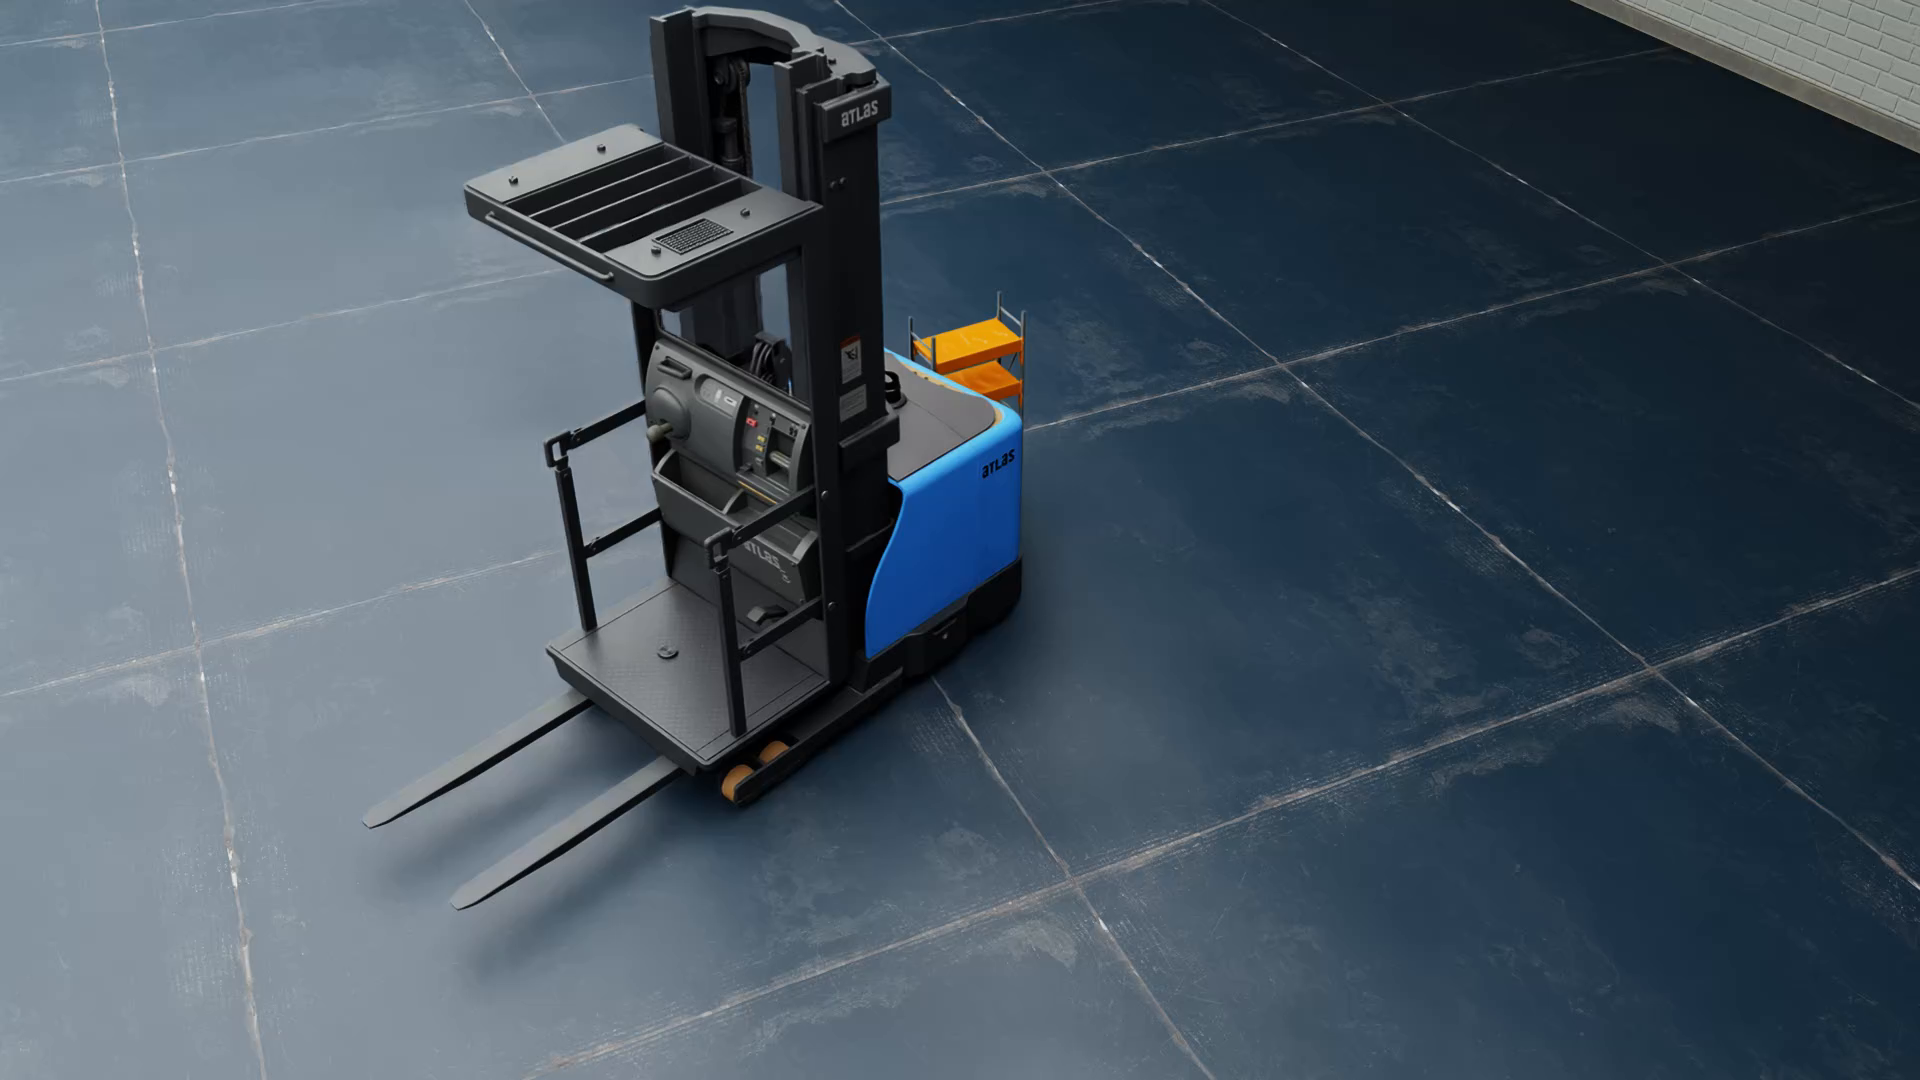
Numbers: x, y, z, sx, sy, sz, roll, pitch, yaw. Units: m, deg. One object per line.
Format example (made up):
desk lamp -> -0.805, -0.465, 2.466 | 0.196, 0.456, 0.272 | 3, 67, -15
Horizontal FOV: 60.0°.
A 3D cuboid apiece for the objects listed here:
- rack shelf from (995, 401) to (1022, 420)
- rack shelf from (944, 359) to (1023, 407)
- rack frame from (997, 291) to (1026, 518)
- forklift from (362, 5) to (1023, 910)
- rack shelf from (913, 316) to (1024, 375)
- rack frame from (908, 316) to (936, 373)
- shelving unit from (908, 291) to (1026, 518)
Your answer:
rack shelf -> 0.035, -0.526, 8.208 | 0.480, 0.148, 0.258 | -19, 41, -24
rack shelf -> 0.035, -0.706, 8.075 | 0.480, 0.148, 0.258 | -19, 41, -24
rack frame -> 0.246, -0.653, 8.266 | 0.015, 1.200, 0.240 | -19, 41, -24
forklift -> -1.078, -0.422, 6.501 | 1.130, 2.935, 3.031 | 29, 45, 33
rack shelf -> 0.035, -0.896, 7.934 | 0.480, 0.148, 0.258 | -19, 41, -24
rack frame -> -0.177, -0.507, 8.070 | 0.015, 1.200, 0.240 | -19, 41, -24
shelving unit -> 0.035, -0.580, 8.168 | 0.503, 1.200, 0.258 | -19, 41, -24
